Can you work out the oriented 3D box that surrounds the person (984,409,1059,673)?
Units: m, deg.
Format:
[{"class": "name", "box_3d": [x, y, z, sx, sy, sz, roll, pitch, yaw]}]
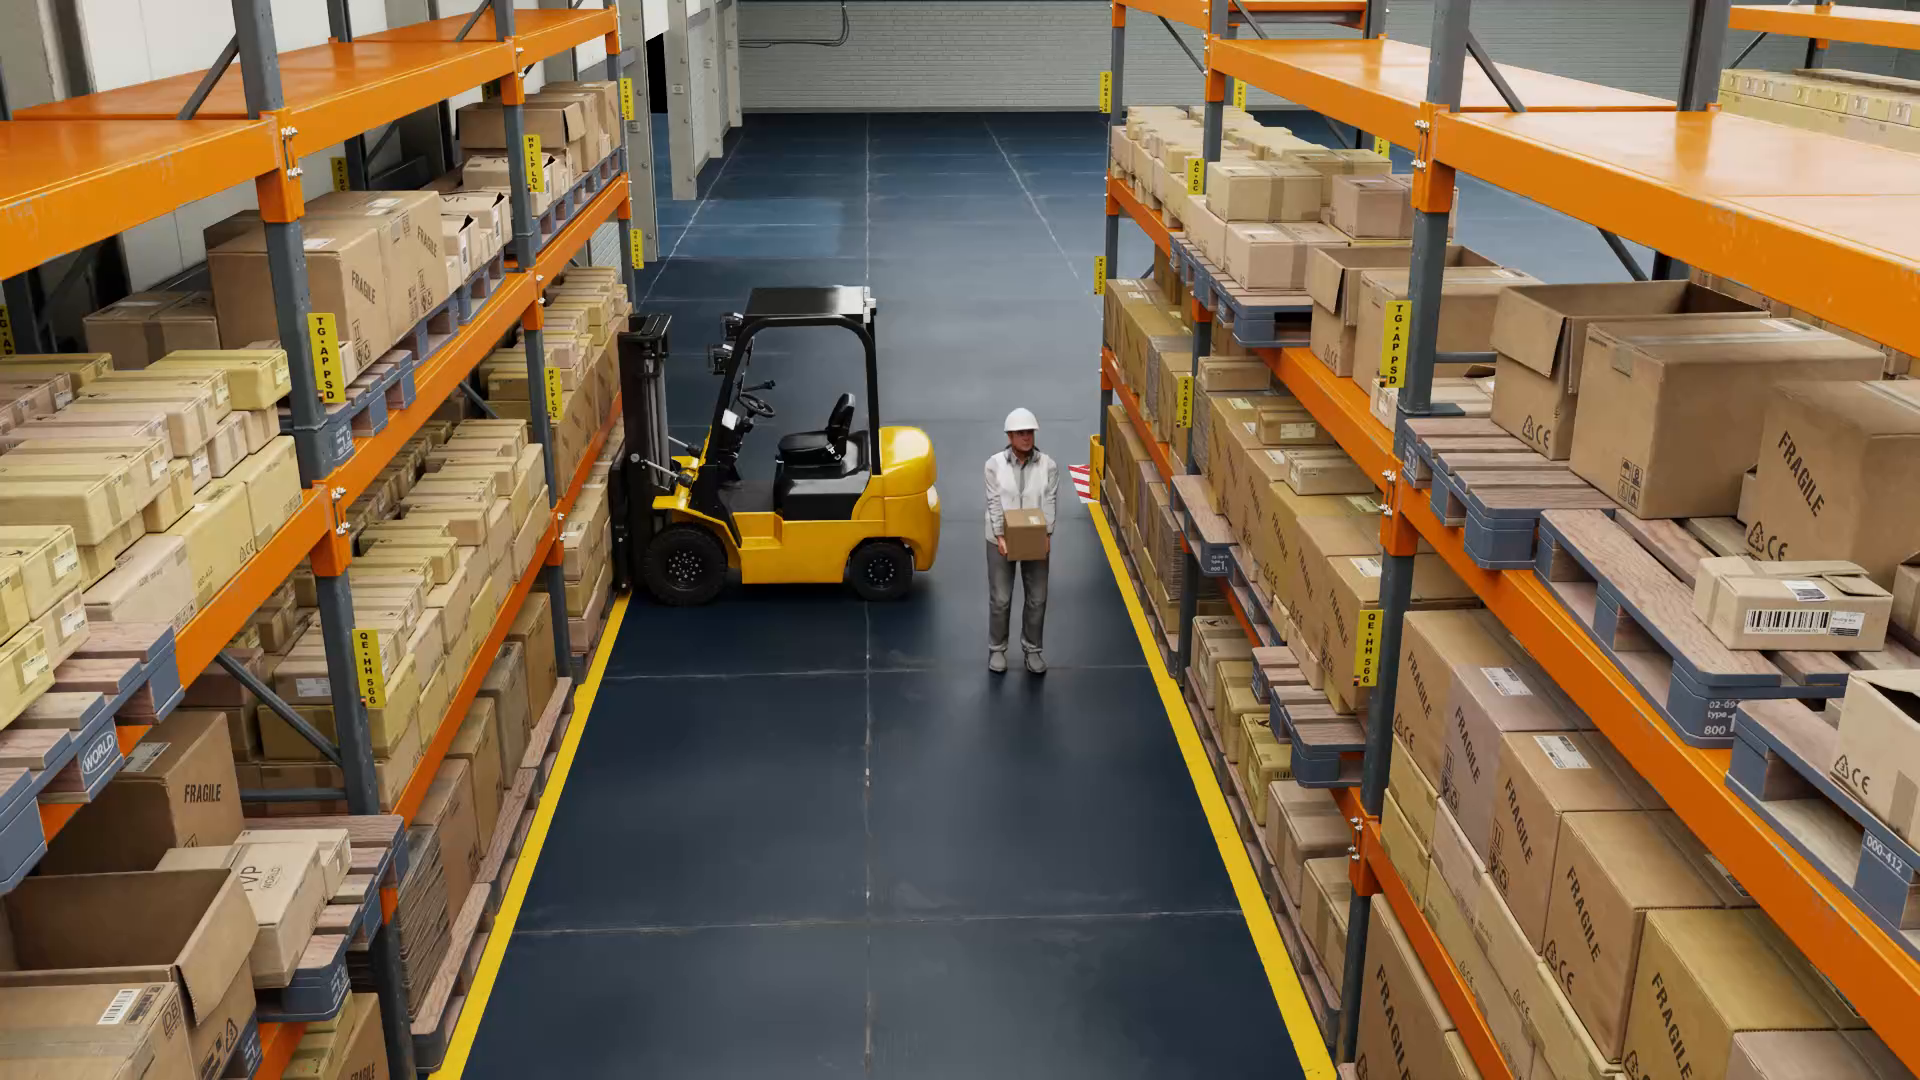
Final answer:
[{"class": "person", "box_3d": [0.413, 0.032, 10.965, 0.494, 1.762, 0.565, -2, 20, -6]}]
